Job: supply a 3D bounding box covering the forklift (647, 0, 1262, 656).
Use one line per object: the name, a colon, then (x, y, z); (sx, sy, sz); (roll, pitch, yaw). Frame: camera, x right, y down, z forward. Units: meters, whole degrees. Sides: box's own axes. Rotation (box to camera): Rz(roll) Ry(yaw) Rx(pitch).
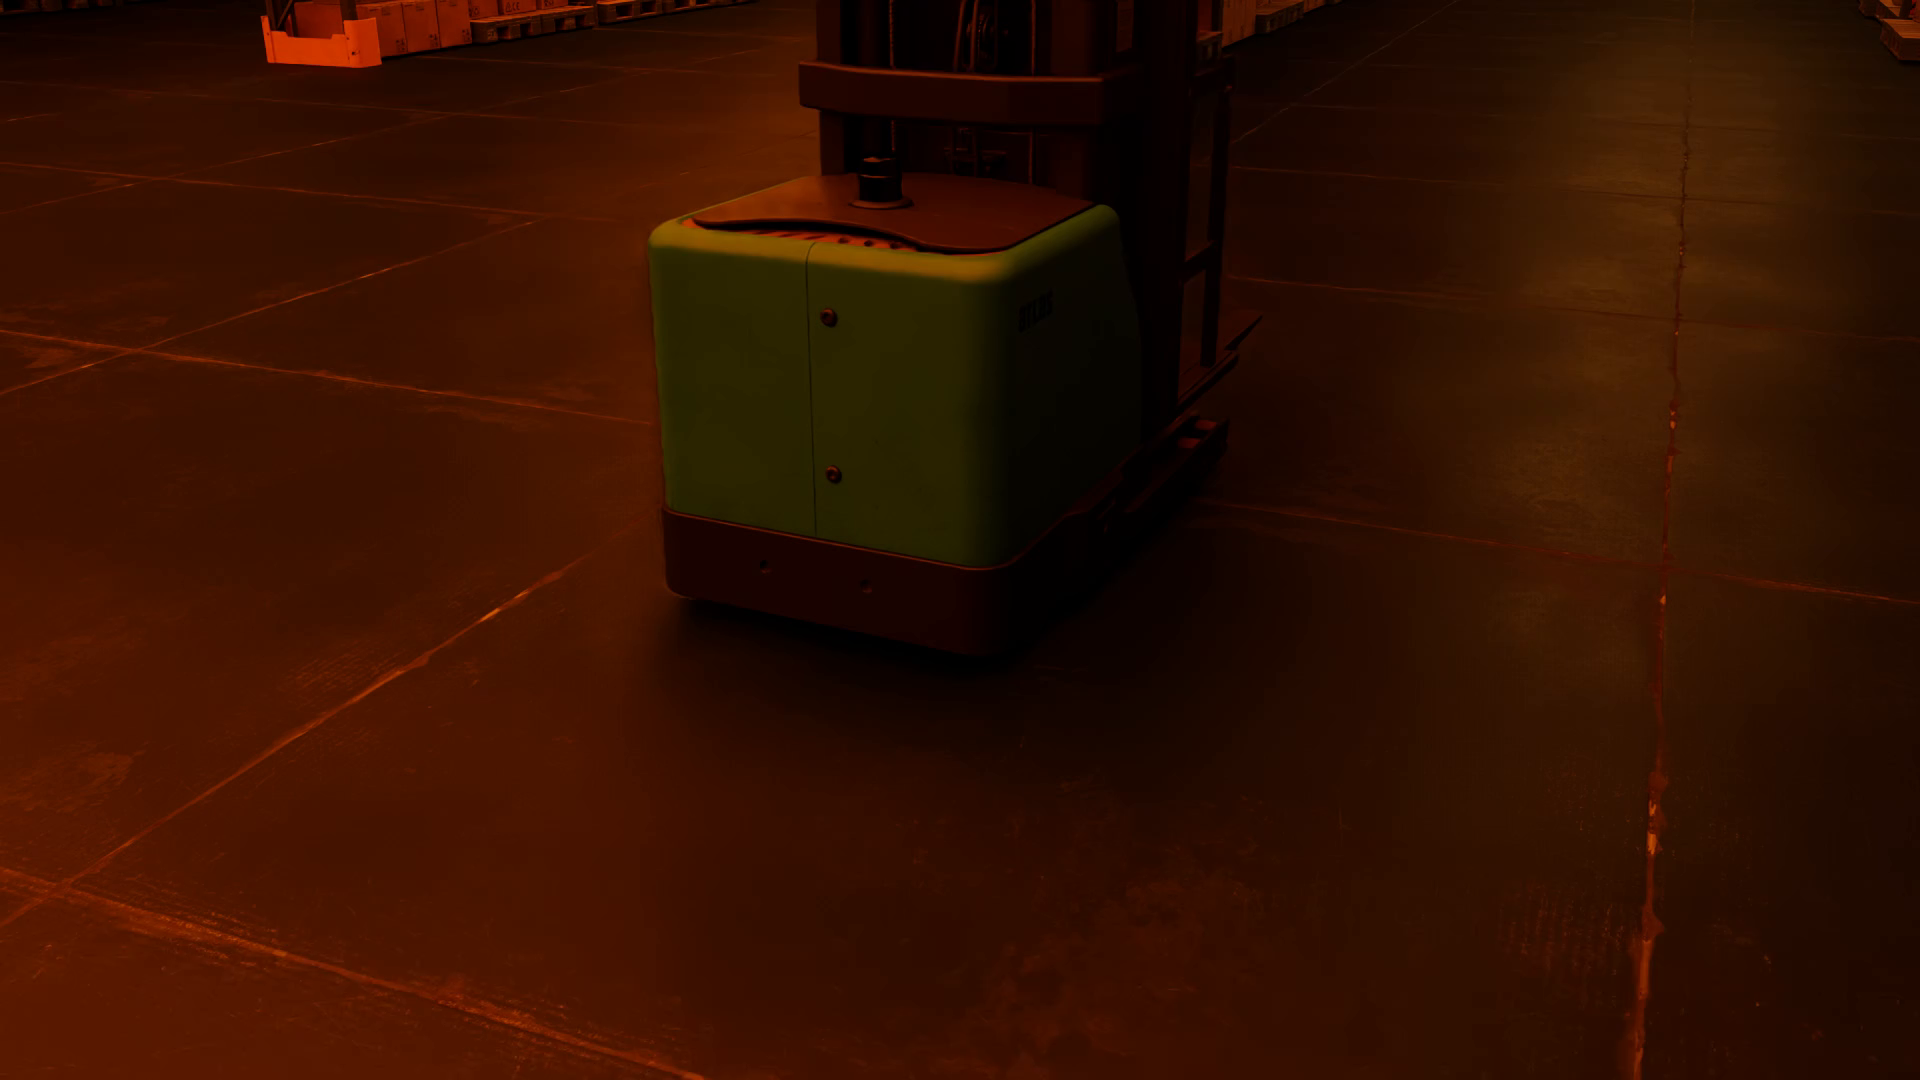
forklift: (0.269, -1.593, 5.103); (1.130, 2.935, 3.031); (10, 25, 23)
